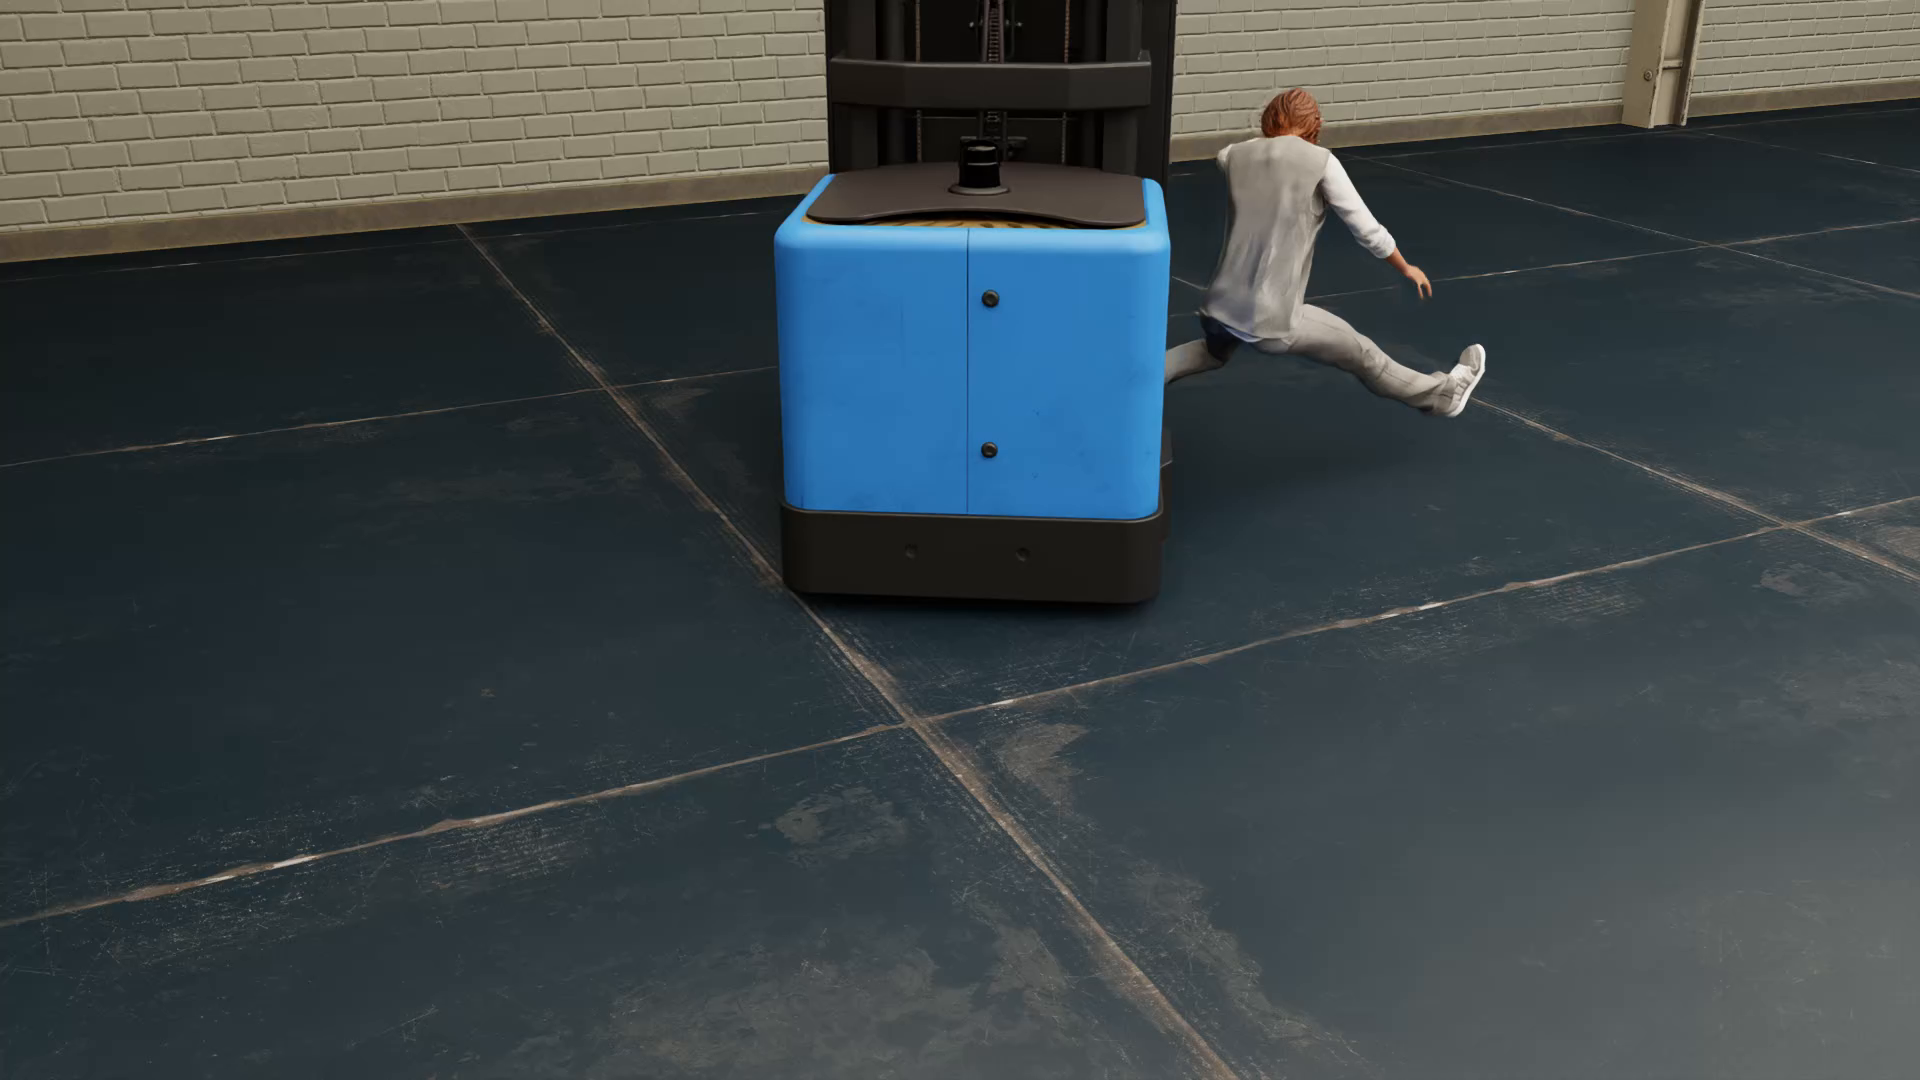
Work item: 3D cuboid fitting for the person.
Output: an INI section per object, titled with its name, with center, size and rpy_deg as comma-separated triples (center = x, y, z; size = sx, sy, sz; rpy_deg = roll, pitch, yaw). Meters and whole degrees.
[person]
center = 1.143, -0.942, 5.585
size = 1.030, 1.118, 0.928
rpy_deg = -20, 30, -40

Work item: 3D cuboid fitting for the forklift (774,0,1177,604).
[forklift]
center = 0.144, -1.706, 5.393
size = 1.130, 2.935, 3.031
rpy_deg = 2, 23, 4
